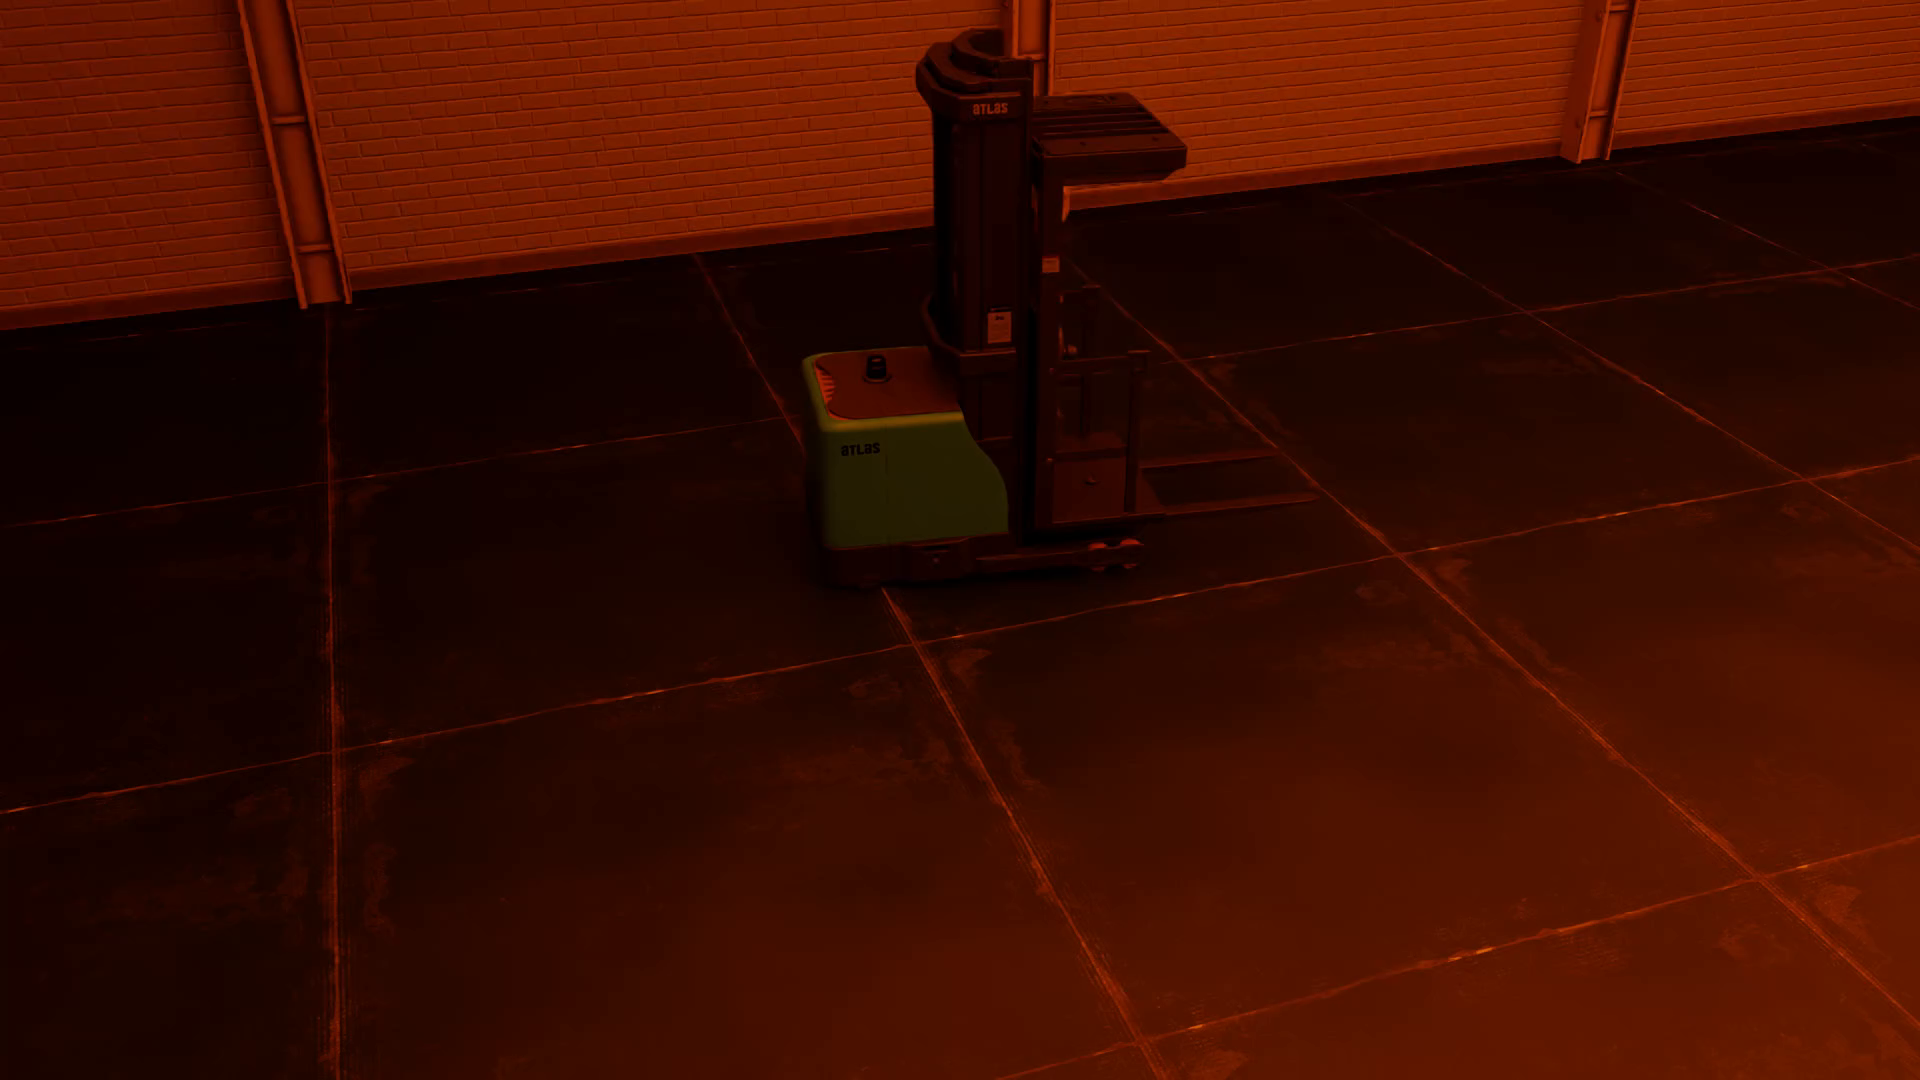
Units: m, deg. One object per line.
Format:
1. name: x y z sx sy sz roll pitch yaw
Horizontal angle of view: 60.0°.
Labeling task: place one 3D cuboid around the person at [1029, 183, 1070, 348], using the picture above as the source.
1. person: 0.622 -2.221 12.244 0.355 1.649 0.481 1 30 2

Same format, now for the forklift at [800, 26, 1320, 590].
1. forklift: 0.620 -1.342 9.420 3.031 2.935 1.130 -6 30 -10
